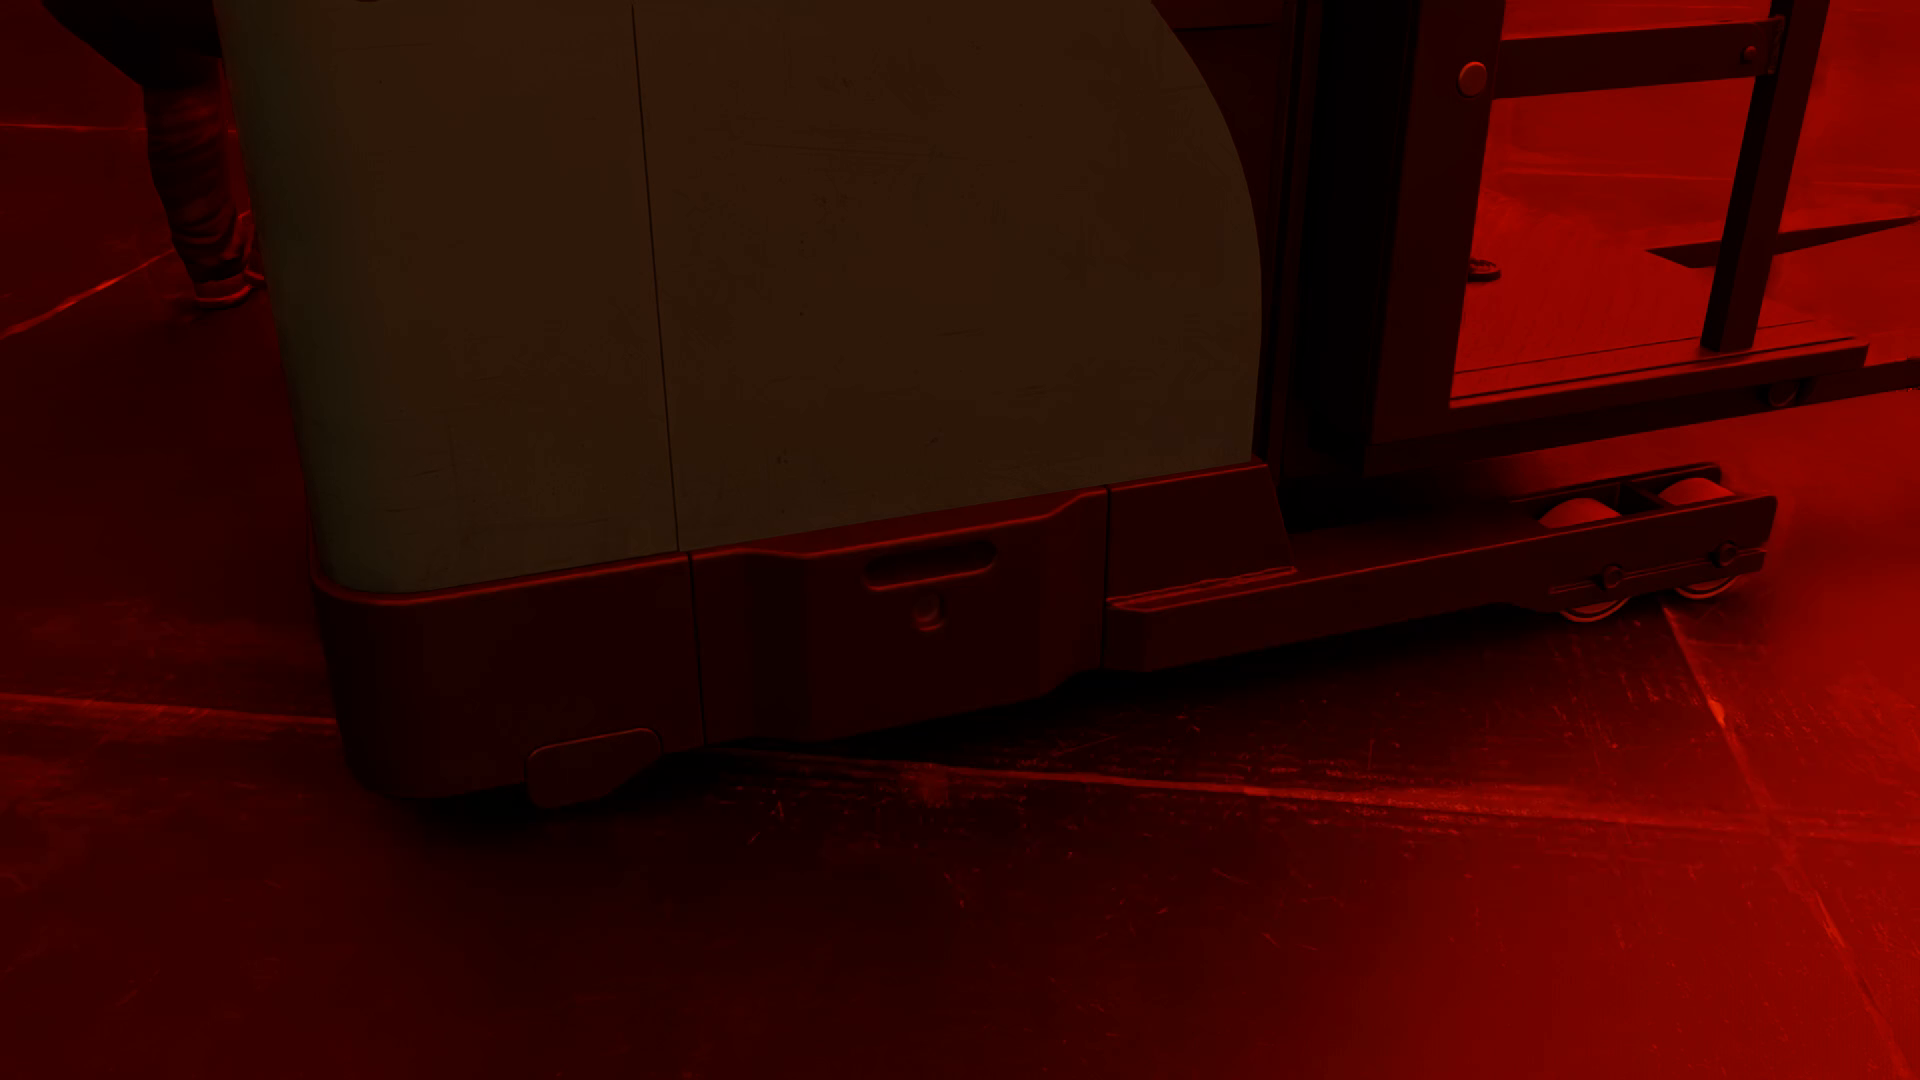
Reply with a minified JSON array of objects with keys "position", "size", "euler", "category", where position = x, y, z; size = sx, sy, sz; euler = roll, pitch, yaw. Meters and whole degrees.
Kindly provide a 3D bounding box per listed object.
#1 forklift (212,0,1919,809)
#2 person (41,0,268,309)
[{"position":[0.596,-1.410,2.043],"size":[3.031,2.935,1.130],"euler":[-9,28,-18],"category":"forklift"},{"position":[-1.362,-1.105,2.996],"size":[0.903,1.534,0.603],"euler":[12,29,23],"category":"person"}]
